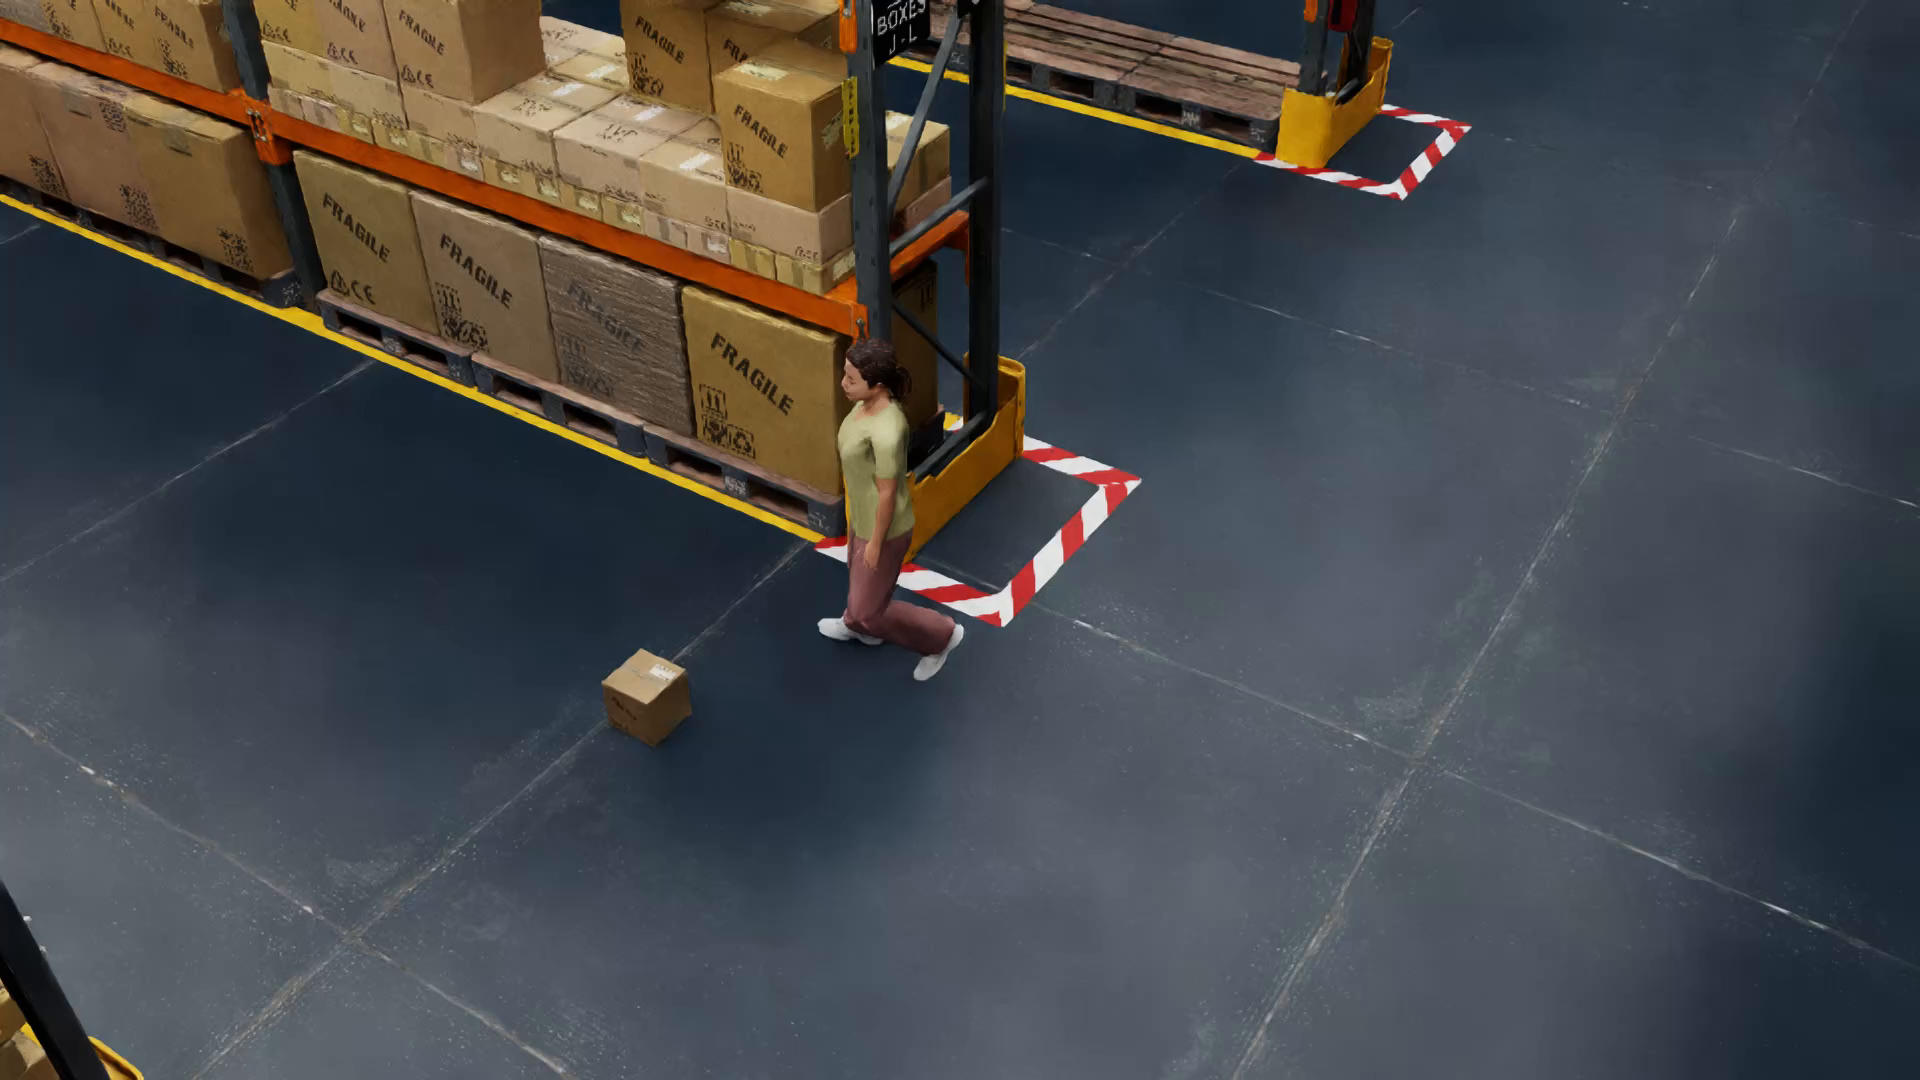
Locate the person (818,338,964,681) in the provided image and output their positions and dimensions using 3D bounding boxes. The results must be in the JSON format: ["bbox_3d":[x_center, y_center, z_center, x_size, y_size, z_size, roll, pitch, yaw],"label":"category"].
[{"bbox_3d":[-0.295,-0.112,6.797,0.589,1.662,0.600,-7,39,-9],"label":"person"}]
